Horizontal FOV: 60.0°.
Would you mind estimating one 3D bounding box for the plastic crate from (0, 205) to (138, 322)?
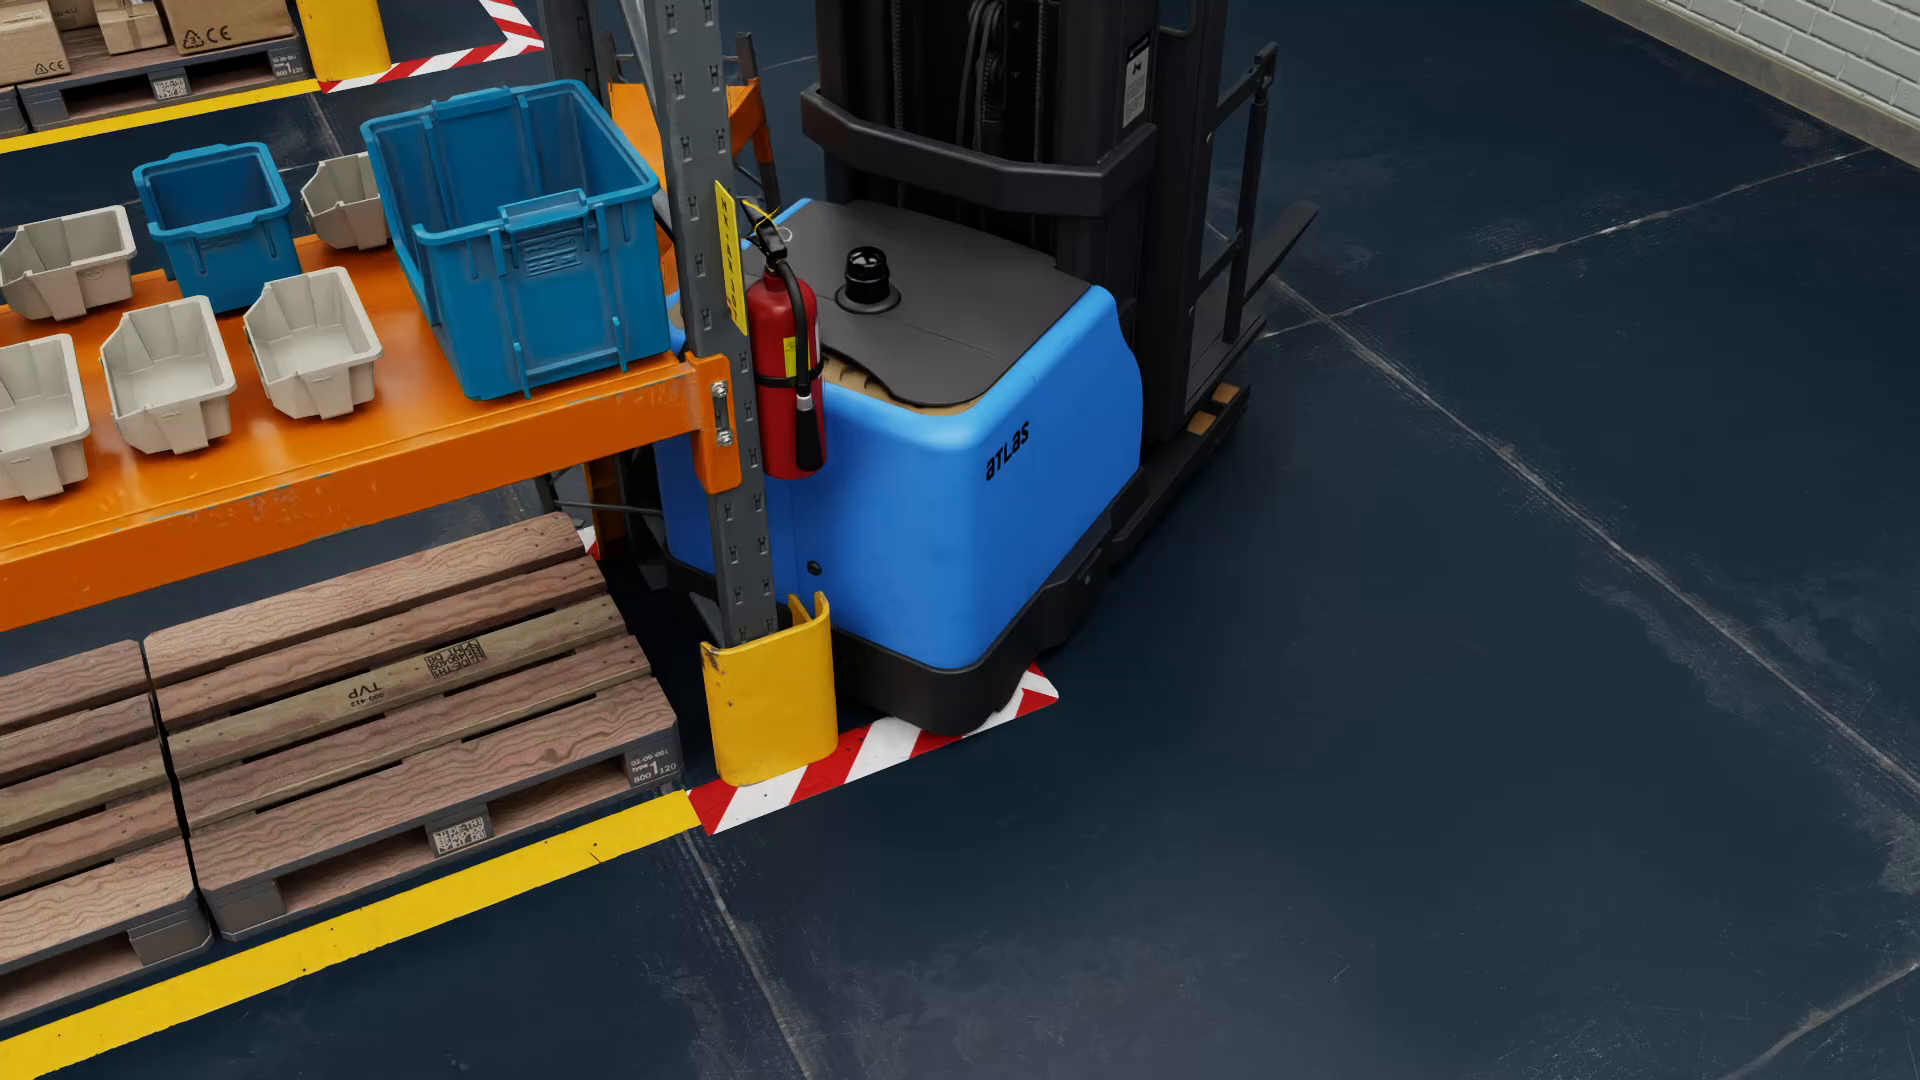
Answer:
[{"bbox_3d":[-2.045,-0.624,3.824,0.298,0.136,0.250,-19,44,-21],"label":"plastic crate"}]

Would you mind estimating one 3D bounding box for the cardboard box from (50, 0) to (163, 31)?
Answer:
[{"bbox_3d":[-4.091,-2.647,7.843,0.500,0.250,0.500,-19,44,-21],"label":"cardboard box"}]

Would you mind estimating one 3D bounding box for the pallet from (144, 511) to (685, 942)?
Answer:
[{"bbox_3d":[-1.499,0.450,4.555,1.213,0.211,1.003,-19,44,-21],"label":"pallet"}]

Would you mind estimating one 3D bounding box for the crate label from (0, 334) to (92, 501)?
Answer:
[{"bbox_3d":[-1.889,-0.238,3.367,0.243,0.136,0.396,-19,44,-21],"label":"crate label"}]

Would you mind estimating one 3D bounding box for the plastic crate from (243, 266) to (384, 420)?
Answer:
[{"bbox_3d":[-1.390,-0.413,3.574,0.243,0.136,0.396,-19,44,-21],"label":"plastic crate"}]

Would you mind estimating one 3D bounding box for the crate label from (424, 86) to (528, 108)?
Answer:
[{"bbox_3d":[-1.121,-0.912,4.089,0.303,0.233,0.416,-19,44,-21],"label":"crate label"}]

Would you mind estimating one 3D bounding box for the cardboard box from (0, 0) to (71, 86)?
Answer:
[{"bbox_3d":[-4.260,-2.226,7.346,0.500,0.250,0.500,-19,44,-21],"label":"cardboard box"}]

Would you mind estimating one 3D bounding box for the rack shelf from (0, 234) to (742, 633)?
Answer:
[{"bbox_3d":[-2.524,0.034,3.445,4.000,0.370,1.077,-19,44,-21],"label":"rack shelf"}]

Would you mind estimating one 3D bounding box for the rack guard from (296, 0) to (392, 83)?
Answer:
[{"bbox_3d":[-3.102,-2.701,8.054,0.348,0.500,1.175,-19,44,-21],"label":"rack guard"}]

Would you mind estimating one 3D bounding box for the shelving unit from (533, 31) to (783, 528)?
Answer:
[{"bbox_3d":[-0.946,-0.790,5.059,0.538,1.125,1.048,5,41,14],"label":"shelving unit"}]

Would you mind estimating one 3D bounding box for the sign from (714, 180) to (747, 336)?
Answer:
[{"bbox_3d":[-0.481,-0.590,3.499,0.005,0.325,0.100,-19,44,-21],"label":"sign"}]

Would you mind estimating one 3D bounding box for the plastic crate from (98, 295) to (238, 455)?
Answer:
[{"bbox_3d":[-1.653,-0.335,3.482,0.243,0.136,0.396,-19,44,-21],"label":"plastic crate"}]

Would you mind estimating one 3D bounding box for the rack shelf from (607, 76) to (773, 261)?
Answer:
[{"bbox_3d":[-0.974,-1.014,4.873,0.538,0.278,1.000,5,41,14],"label":"rack shelf"}]

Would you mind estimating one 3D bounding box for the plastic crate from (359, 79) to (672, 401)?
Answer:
[{"bbox_3d":[-0.961,-0.667,3.643,0.499,0.435,0.616,-19,44,-21],"label":"plastic crate"}]

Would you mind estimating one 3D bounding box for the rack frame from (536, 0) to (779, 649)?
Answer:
[{"bbox_3d":[-0.750,-0.838,3.918,0.127,3.000,1.000,-19,44,-21],"label":"rack frame"}]

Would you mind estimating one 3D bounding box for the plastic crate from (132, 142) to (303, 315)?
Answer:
[{"bbox_3d":[-1.705,-0.715,3.857,0.300,0.233,0.416,-19,44,-21],"label":"plastic crate"}]

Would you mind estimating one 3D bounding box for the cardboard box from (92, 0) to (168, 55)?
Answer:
[{"bbox_3d":[-3.804,-2.391,7.606,0.250,0.166,0.380,-19,44,-21],"label":"cardboard box"}]

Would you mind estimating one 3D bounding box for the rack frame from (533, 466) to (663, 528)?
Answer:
[{"bbox_3d":[-1.070,-0.466,4.688,0.500,1.125,0.032,5,41,14],"label":"rack frame"}]

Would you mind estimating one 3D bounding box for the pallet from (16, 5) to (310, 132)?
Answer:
[{"bbox_3d":[-3.809,-2.352,7.865,1.213,0.211,1.003,-19,44,-21],"label":"pallet"}]

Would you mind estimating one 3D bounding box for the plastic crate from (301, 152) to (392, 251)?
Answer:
[{"bbox_3d":[-1.444,-0.827,4.063,0.298,0.136,0.250,-19,44,-21],"label":"plastic crate"}]

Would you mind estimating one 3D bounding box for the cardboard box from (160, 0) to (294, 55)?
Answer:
[{"bbox_3d":[-3.403,-2.588,7.580,0.500,0.500,0.500,-19,44,-21],"label":"cardboard box"}]

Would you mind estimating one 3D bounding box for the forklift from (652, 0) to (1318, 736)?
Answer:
[{"bbox_3d":[0.331,-1.520,4.777,1.130,2.935,3.031,21,45,23],"label":"forklift"}]

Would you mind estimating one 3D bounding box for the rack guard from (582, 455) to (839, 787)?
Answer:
[{"bbox_3d":[-0.735,0.102,4.743,0.348,0.500,1.175,-19,44,-21],"label":"rack guard"}]

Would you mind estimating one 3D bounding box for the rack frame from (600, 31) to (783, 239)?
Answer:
[{"bbox_3d":[-0.823,-1.114,5.431,0.500,1.125,0.032,5,41,14],"label":"rack frame"}]

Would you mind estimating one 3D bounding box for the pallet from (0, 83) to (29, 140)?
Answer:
[{"bbox_3d":[-4.889,-1.990,7.438,1.213,0.211,1.003,-19,44,-21],"label":"pallet"}]

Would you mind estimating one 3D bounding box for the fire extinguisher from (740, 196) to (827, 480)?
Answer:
[{"bbox_3d":[-0.406,-0.451,3.809,0.183,0.674,0.296,-19,44,-21],"label":"fire extinguisher"}]

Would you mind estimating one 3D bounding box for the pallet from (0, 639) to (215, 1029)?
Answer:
[{"bbox_3d":[-2.580,0.812,4.128,1.213,0.211,1.003,-19,44,-21],"label":"pallet"}]

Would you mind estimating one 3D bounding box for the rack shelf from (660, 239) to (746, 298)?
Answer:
[{"bbox_3d":[-0.923,-0.603,5.215,0.538,0.278,1.000,5,41,14],"label":"rack shelf"}]
